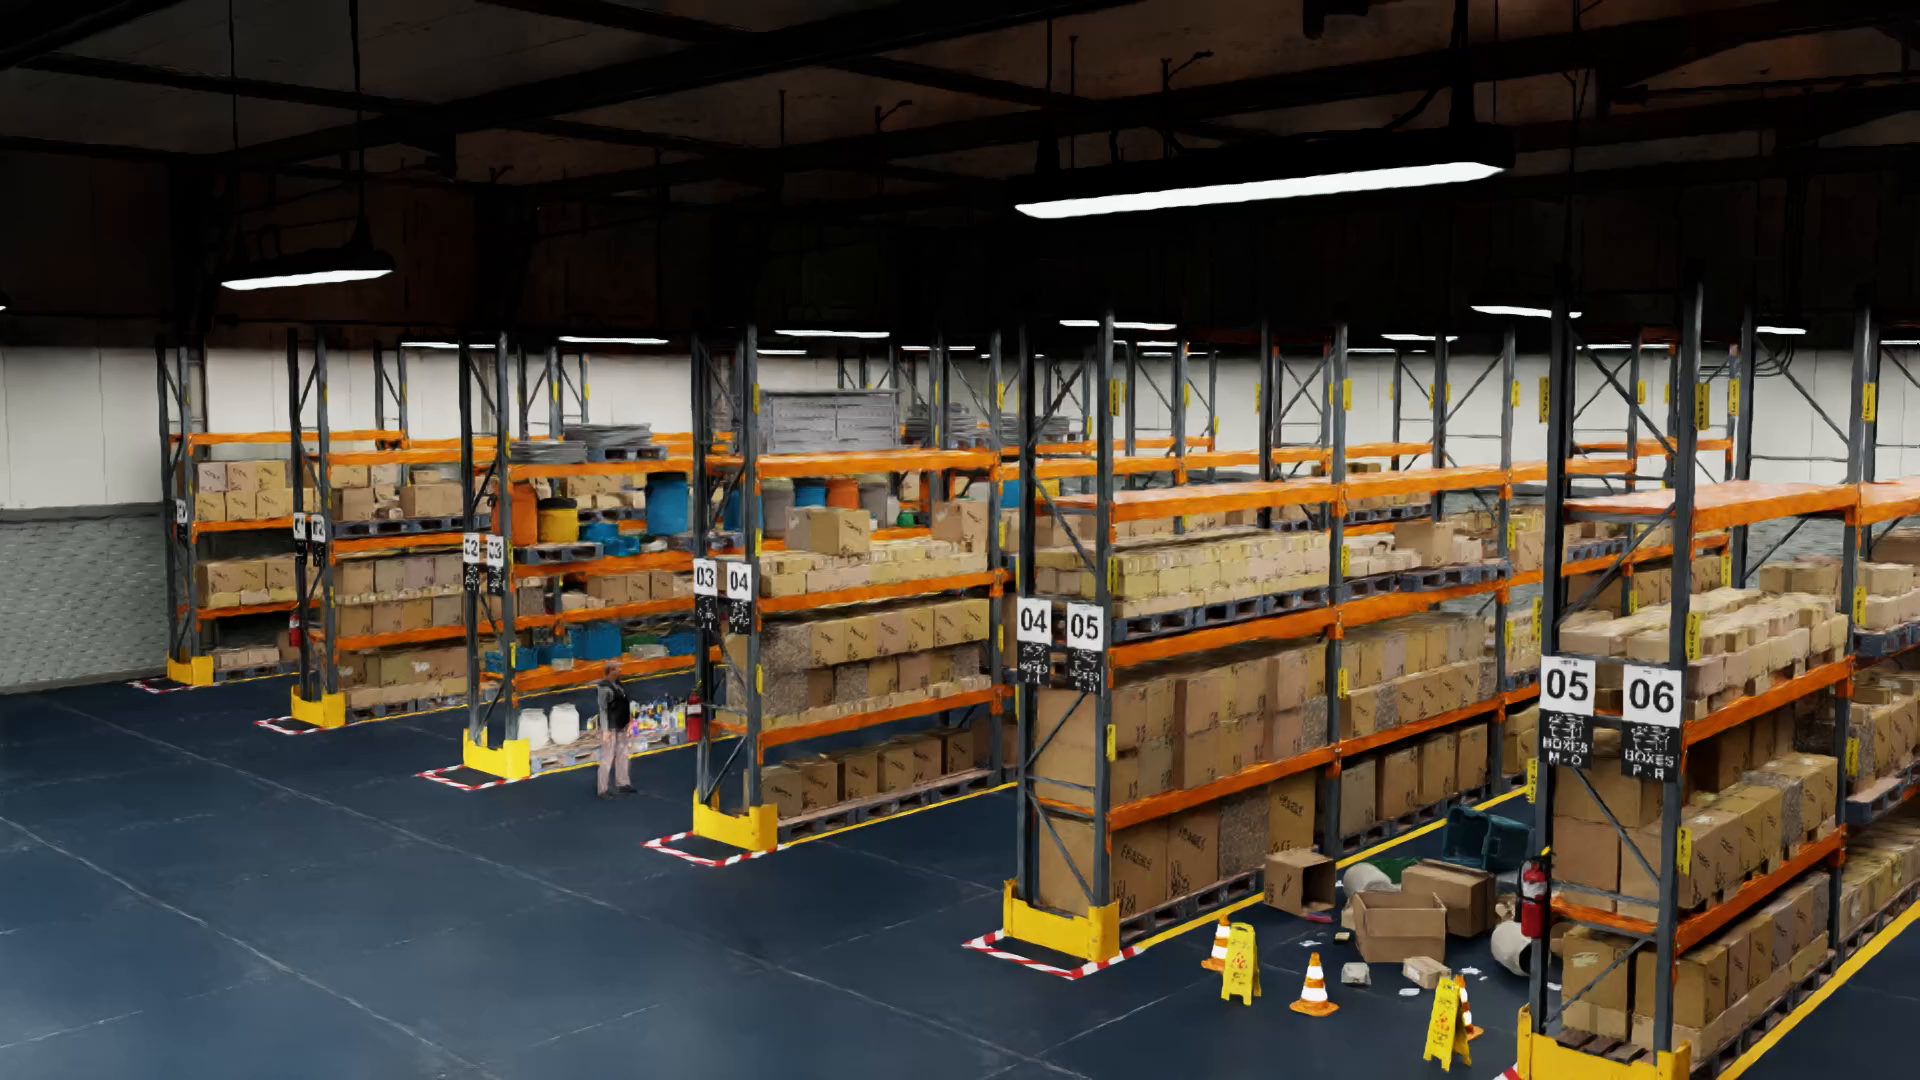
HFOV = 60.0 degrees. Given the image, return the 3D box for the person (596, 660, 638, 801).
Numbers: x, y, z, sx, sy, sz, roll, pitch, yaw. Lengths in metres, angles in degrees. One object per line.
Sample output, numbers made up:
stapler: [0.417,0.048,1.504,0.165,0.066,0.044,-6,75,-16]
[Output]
person: [-4.287,2.347,20.731,0.451,1.727,0.584,1,6,15]
